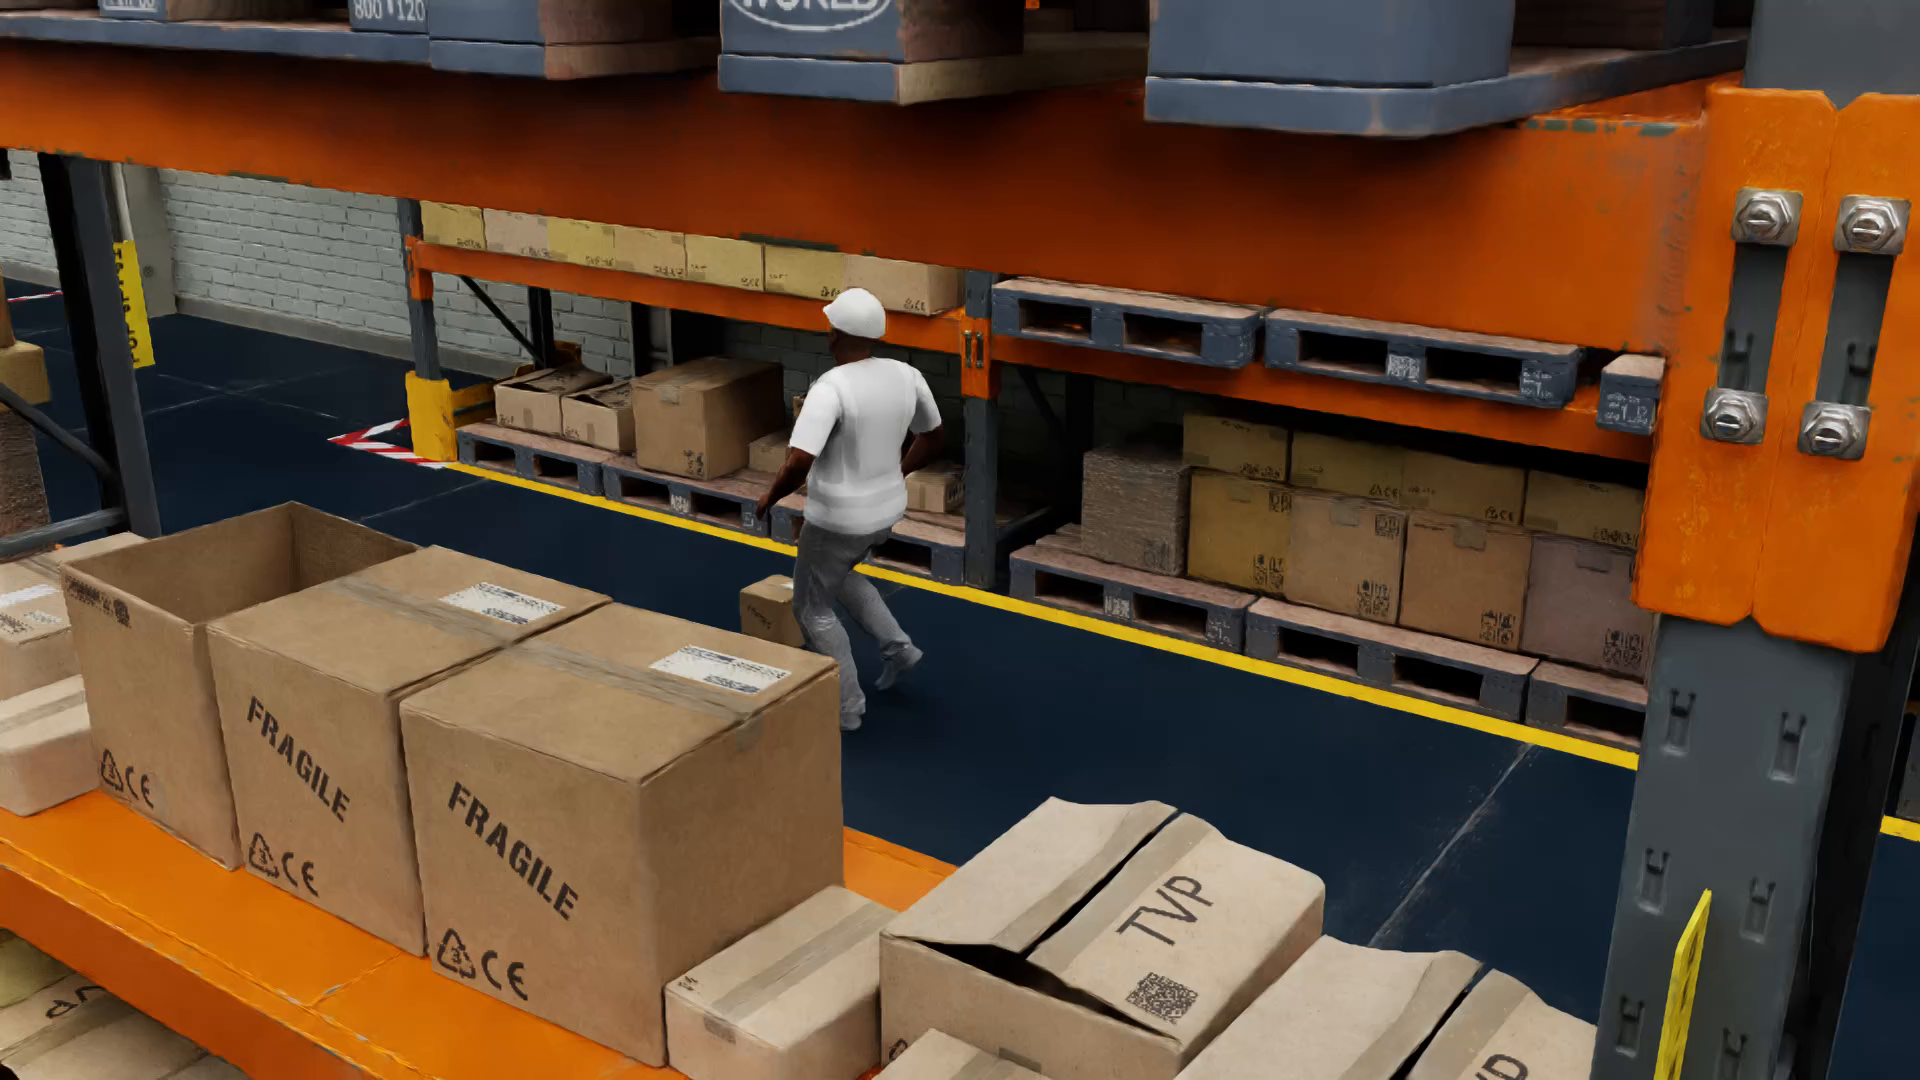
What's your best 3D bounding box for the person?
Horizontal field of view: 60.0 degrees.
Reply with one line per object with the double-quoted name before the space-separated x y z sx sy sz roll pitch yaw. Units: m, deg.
"person" -0.455 -0.108 6.386 0.516 1.737 0.766 13 24 33
